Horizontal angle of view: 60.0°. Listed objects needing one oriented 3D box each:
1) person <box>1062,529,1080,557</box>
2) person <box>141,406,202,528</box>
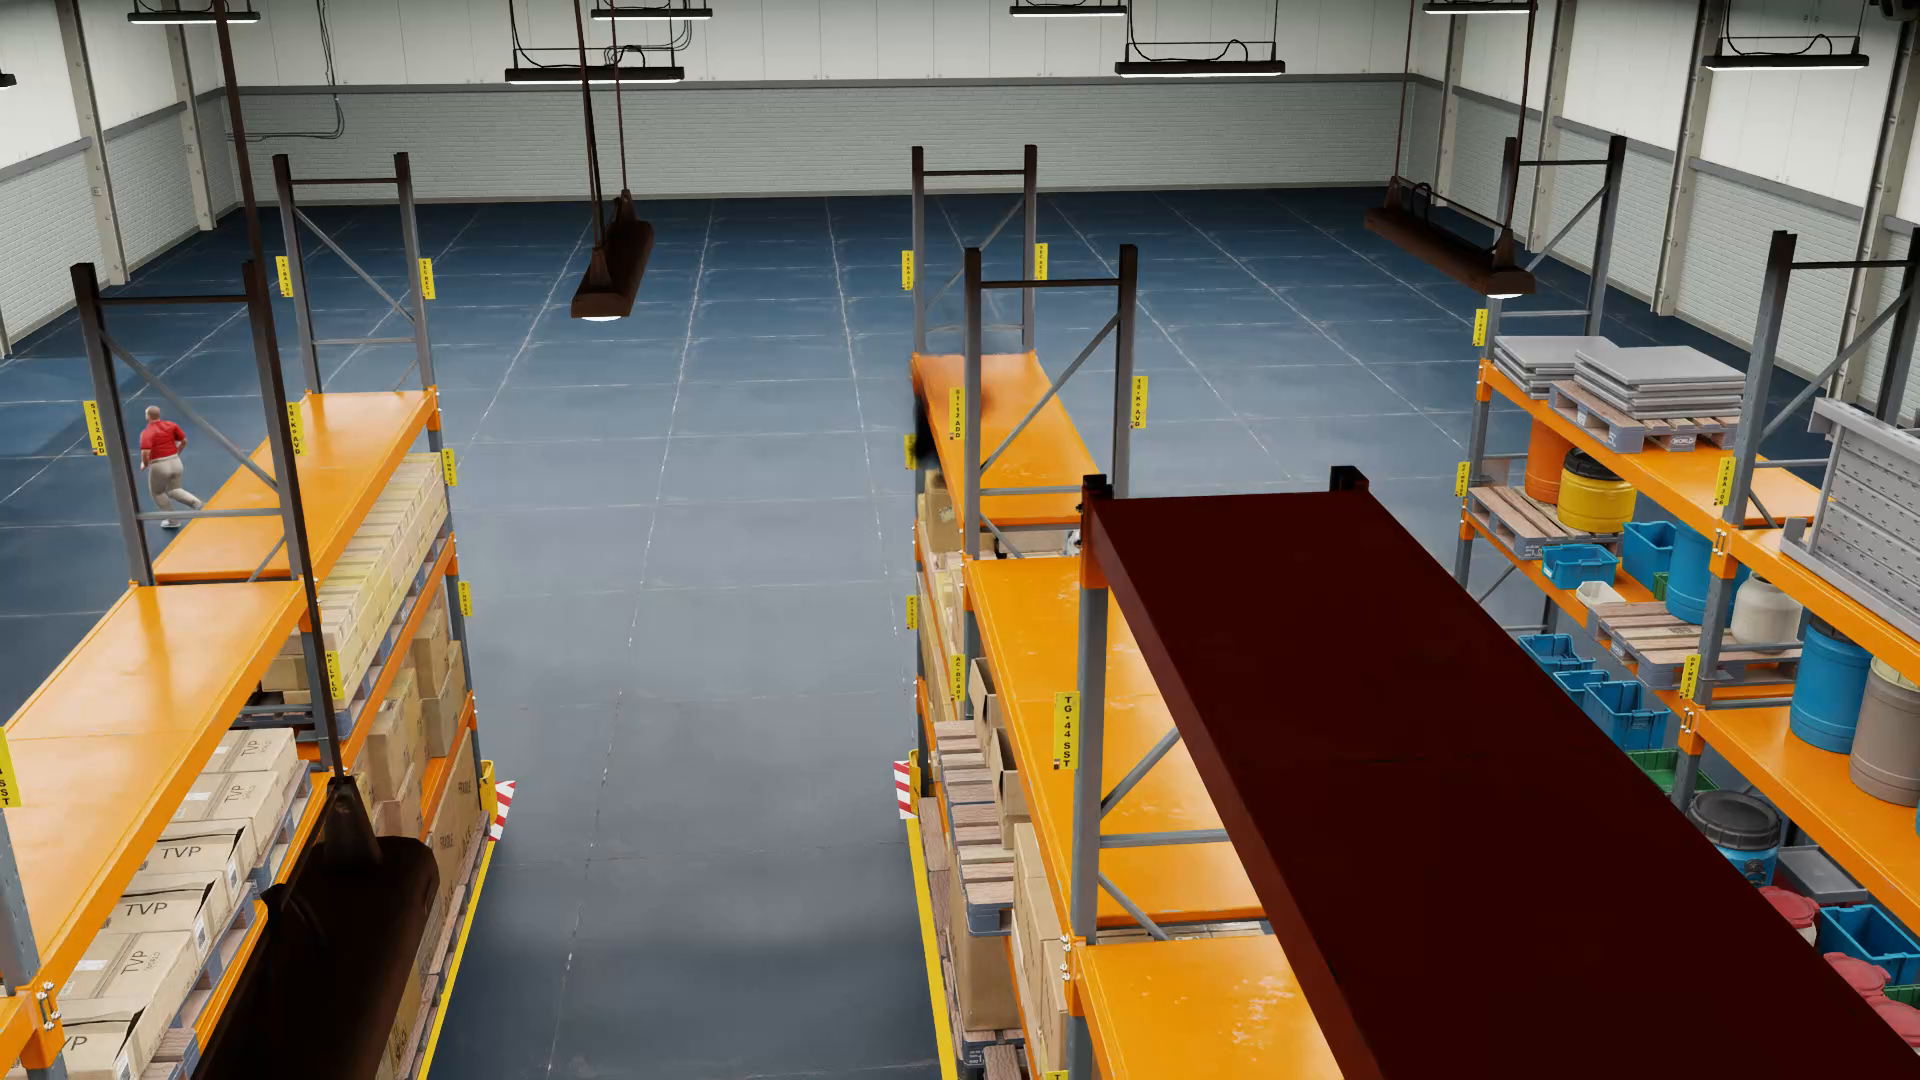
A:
[{"bbox_3d":[1.347,0.311,18.637,0.555,1.660,0.581,9,23,21],"label":"person"},{"bbox_3d":[-10.347,-0.930,21.746,0.652,1.675,0.650,12,25,27],"label":"person"}]
